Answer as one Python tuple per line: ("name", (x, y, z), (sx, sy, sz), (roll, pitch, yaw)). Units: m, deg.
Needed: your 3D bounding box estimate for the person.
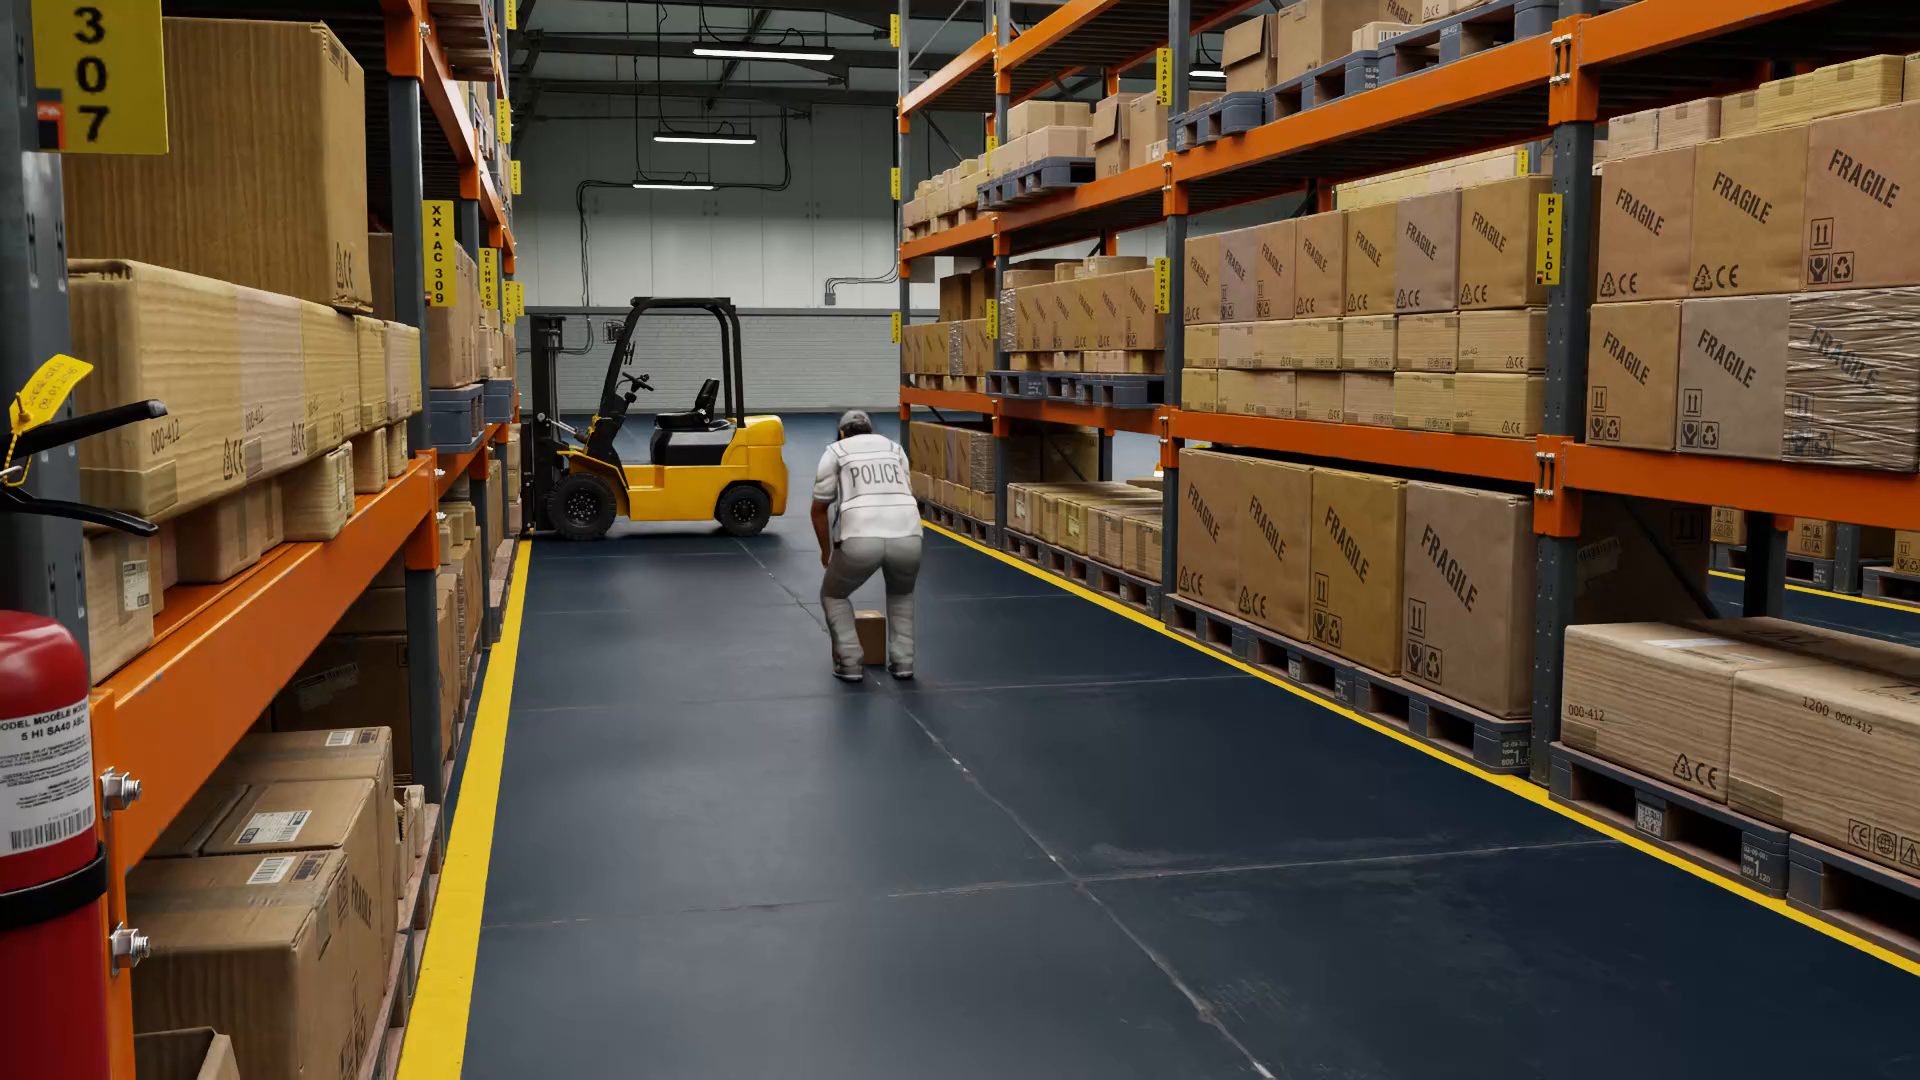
("person", (-0.478, 0.026, 8.427), (0.534, 1.351, 0.745), (-2, 6, -14))
